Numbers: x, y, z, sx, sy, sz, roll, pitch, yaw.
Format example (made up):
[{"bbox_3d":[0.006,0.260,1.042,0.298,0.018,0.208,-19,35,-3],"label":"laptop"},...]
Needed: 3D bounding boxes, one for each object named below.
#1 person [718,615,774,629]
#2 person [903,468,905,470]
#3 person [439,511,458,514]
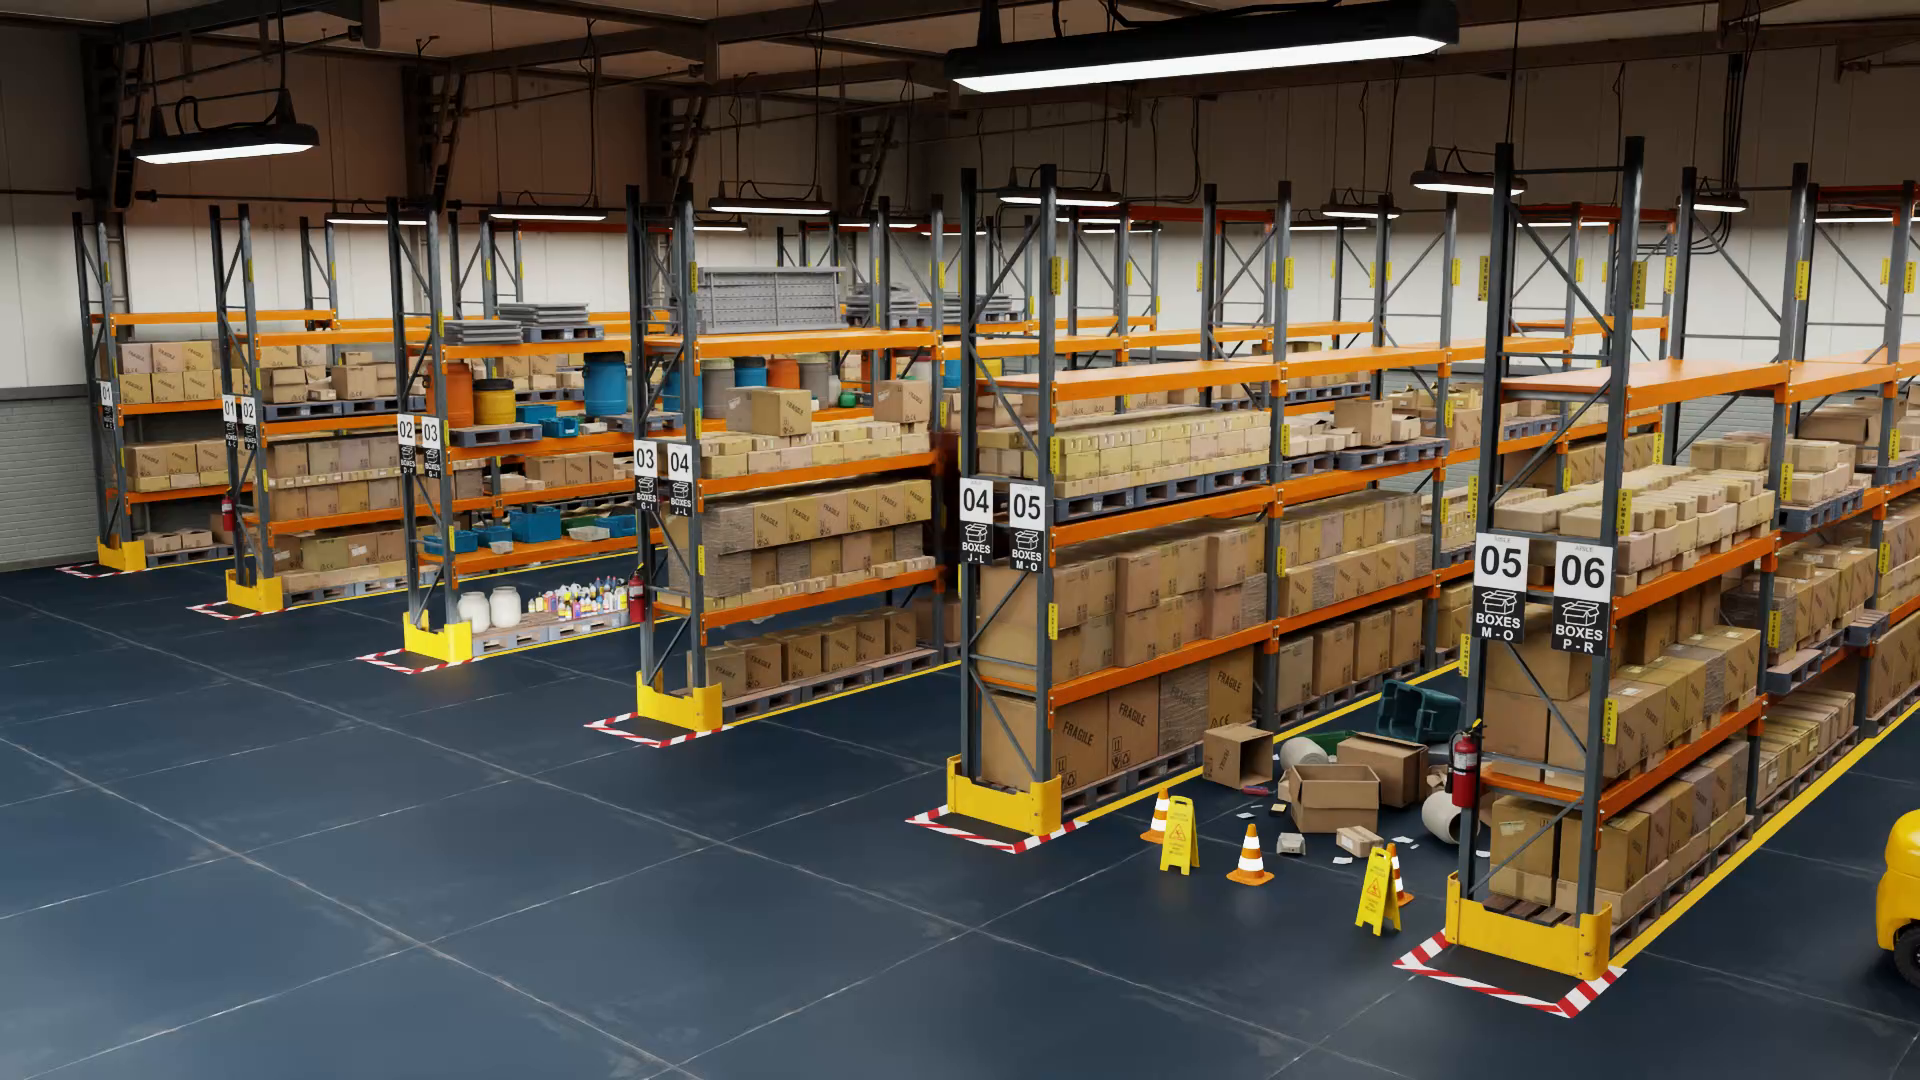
[{"bbox_3d":[-2.983,0.331,22.393,1.192,1.729,0.577,-8,12,-39],"label":"person"},{"bbox_3d":[-1.290,-2.476,40.990,0.556,1.707,1.126,-6,11,-31],"label":"person"},{"bbox_3d":[-9.834,-0.875,31.524,0.520,1.655,0.464,-7,12,-35],"label":"person"}]
